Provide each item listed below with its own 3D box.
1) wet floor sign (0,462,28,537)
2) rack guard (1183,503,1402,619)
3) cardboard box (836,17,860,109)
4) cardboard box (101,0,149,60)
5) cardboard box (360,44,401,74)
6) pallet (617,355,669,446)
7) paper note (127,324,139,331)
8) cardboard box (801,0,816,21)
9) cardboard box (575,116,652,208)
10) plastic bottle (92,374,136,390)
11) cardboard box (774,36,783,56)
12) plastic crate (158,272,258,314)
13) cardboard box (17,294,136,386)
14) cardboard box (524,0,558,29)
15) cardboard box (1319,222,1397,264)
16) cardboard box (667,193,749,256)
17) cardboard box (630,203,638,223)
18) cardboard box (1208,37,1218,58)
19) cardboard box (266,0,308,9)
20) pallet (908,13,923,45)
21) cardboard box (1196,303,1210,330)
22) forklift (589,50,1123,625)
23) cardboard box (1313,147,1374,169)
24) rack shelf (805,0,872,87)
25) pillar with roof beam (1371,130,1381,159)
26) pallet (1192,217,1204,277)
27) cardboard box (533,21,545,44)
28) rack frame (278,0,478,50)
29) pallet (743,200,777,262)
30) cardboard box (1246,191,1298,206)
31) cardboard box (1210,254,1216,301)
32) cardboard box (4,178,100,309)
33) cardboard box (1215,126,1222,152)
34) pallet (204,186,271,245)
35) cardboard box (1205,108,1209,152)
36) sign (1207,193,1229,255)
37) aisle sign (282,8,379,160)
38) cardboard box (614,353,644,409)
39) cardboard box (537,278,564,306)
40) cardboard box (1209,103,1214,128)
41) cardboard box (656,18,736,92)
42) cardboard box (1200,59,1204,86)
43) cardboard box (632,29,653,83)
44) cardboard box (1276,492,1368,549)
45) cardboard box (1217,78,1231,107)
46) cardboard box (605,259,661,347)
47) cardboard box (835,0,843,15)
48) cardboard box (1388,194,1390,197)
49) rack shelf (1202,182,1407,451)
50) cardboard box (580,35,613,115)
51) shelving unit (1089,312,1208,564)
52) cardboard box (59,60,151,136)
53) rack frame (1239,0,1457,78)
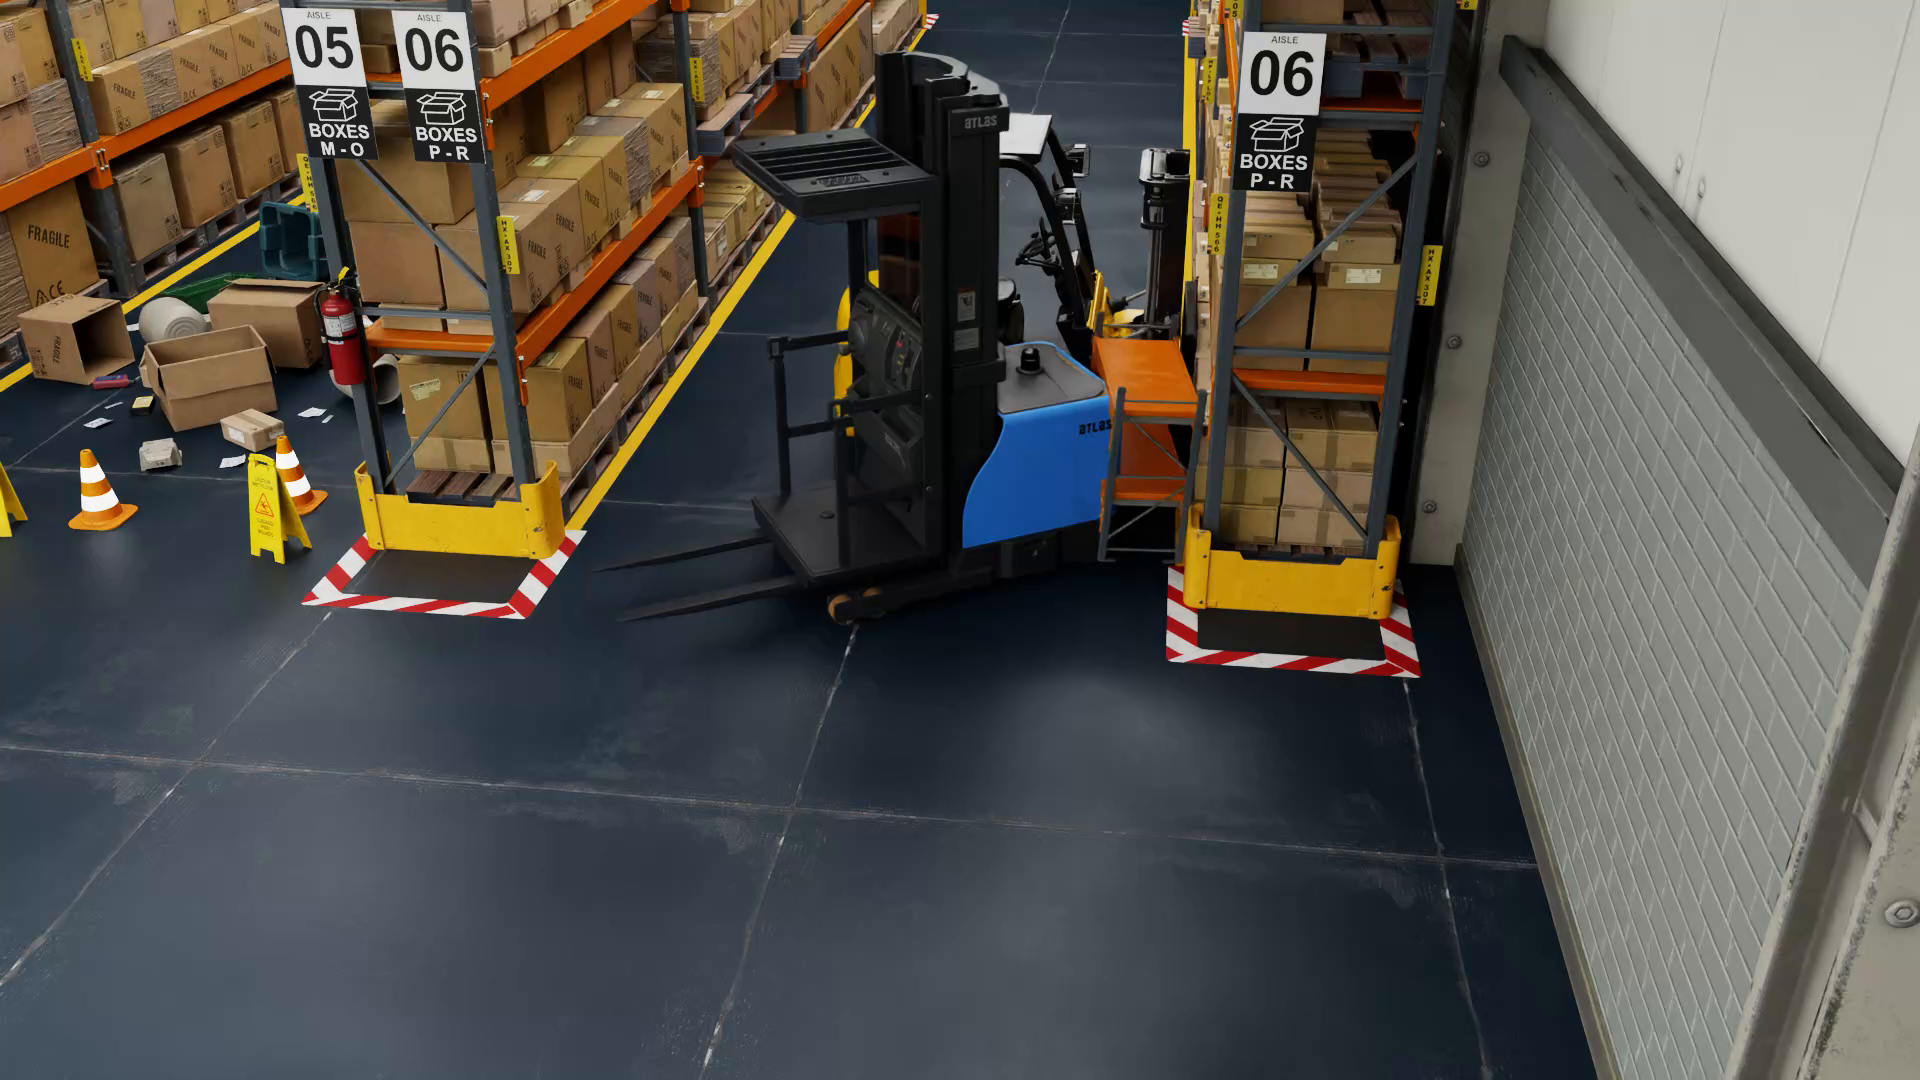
[{"bbox_3d":[-6.005,-0.355,10.229,0.267,0.644,0.232,-1,28,-3],"label":"wet floor sign"},{"bbox_3d":[1.882,0.118,9.503,1.175,0.500,0.348,3,28,6],"label":"rack guard"},{"bbox_3d":[-1.671,-5.456,19.012,0.875,0.875,0.875,4,29,8],"label":"cardboard box"},{"bbox_3d":[-7.361,-4.364,14.027,0.700,0.500,0.500,3,28,5],"label":"cardboard box"},{"bbox_3d":[-3.276,-2.674,9.154,0.380,0.149,0.250,3,29,6],"label":"cardboard box"},{"bbox_3d":[-2.746,-1.041,11.960,1.003,0.211,1.213,3,28,6],"label":"pallet"},{"bbox_3d":[-6.660,-1.727,13.423,0.147,0.020,0.142,-17,33,-29],"label":"paper note"},{"bbox_3d":[-1.754,-5.424,16.787,0.500,0.250,0.500,3,28,6],"label":"cardboard box"},{"bbox_3d":[-2.475,-2.627,11.545,0.500,0.500,0.500,4,29,8],"label":"cardboard box"},{"bbox_3d":[-6.285,-1.179,12.374,0.283,0.061,0.133,-6,29,-11],"label":"plastic bottle"},{"bbox_3d":[-1.854,-4.583,15.416,0.380,0.149,0.250,2,28,4],"label":"cardboard box"},{"bbox_3d":[-6.198,-2.033,13.764,0.450,0.188,0.662,9,28,37],"label":"plastic crate"},{"bbox_3d":[-6.648,-1.513,12.529,0.500,0.500,0.500,8,29,15],"label":"cardboard box"},{"bbox_3d":[-2.644,-3.123,9.567,0.500,0.250,0.500,3,28,5],"label":"cardboard box"},{"bbox_3d":[2.138,-1.600,8.954,0.380,0.149,0.250,3,28,5],"label":"cardboard box"},{"bbox_3d":[-2.405,-2.777,14.569,0.950,0.372,0.625,5,29,9],"label":"cardboard box"},{"bbox_3d":[-2.471,-2.286,11.596,0.380,0.149,0.250,3,28,5],"label":"cardboard box"},{"bbox_3d":[2.279,-4.112,13.931,0.380,0.149,0.250,3,28,5],"label":"cardboard box"},{"bbox_3d":[-6.775,-5.102,16.453,0.500,0.500,0.500,3,28,6],"label":"cardboard box"},{"bbox_3d":[-1.102,-7.203,23.398,1.003,0.211,1.213,3,28,6],"label":"pallet"},{"bbox_3d":[1.810,-1.360,11.014,0.500,0.250,0.500,3,28,5],"label":"cardboard box"},{"bbox_3d":[-0.603,-1.098,9.197,3.031,2.935,1.130,-12,31,-21],"label":"forklift"},{"bbox_3d":[2.356,-2.326,10.302,0.380,0.149,0.250,3,29,6],"label":"cardboard box"},{"bbox_3d":[-1.816,-5.671,18.372,1.077,0.370,4.000,3,28,6],"label":"rack shelf"},{"bbox_3d":[-0.672,-6.984,13.727,9.100,9.000,0.400,3,28,6],"label":"pillar with roof beam"},{"bbox_3d":[2.574,-2.574,14.805,1.003,0.211,1.213,3,28,6],"label":"pallet"},{"bbox_3d":[-2.663,-2.997,9.752,0.380,0.149,0.250,3,28,6],"label":"cardboard box"},{"bbox_3d":[-3.042,-3.921,8.041,1.000,3.000,0.127,3,28,6],"label":"rack frame"},{"bbox_3d":[-2.311,-2.878,15.369,1.003,0.211,1.213,3,28,6],"label":"pallet"},{"bbox_3d":[1.724,-1.878,9.469,0.380,0.149,0.250,4,29,7],"label":"cardboard box"},{"bbox_3d":[1.820,-1.769,10.266,0.500,0.500,0.500,3,28,5],"label":"cardboard box"},{"bbox_3d":[-7.623,-2.361,13.267,0.875,0.875,0.875,4,29,7],"label":"cardboard box"},{"bbox_3d":[1.937,-2.713,11.334,0.380,0.149,0.250,4,29,7],"label":"cardboard box"},{"bbox_3d":[-7.310,-3.119,15.817,1.003,0.211,1.213,3,28,6],"label":"pallet"},{"bbox_3d":[2.233,-3.300,13.370,0.500,0.250,0.500,3,28,6],"label":"cardboard box"},{"bbox_3d":[1.348,-1.646,8.671,0.100,0.325,0.005,3,28,6],"label":"sign"},{"bbox_3d":[-3.337,-2.412,8.824,0.394,0.787,0.004,3,28,6],"label":"aisle sign"},{"bbox_3d":[-2.544,-1.116,11.614,0.500,0.250,0.500,5,29,10],"label":"cardboard box"},{"bbox_3d":[-2.665,-1.557,10.243,0.380,0.149,0.250,2,28,5],"label":"cardboard box"},{"bbox_3d":[2.182,-3.276,12.800,0.500,0.250,0.500,3,28,5],"label":"cardboard box"},{"bbox_3d":[-2.149,-3.963,13.581,0.500,0.500,0.500,3,29,6],"label":"cardboard box"},{"bbox_3d":[3.017,-5.261,19.045,0.500,0.500,0.500,3,28,6],"label":"cardboard box"},{"bbox_3d":[-2.723,-3.754,13.193,0.500,0.500,0.500,3,28,5],"label":"cardboard box"},{"bbox_3d":[2.139,-0.188,9.892,0.500,0.250,0.500,3,29,6],"label":"cardboard box"},{"bbox_3d":[2.042,-3.204,11.932,0.380,0.149,0.250,4,29,7],"label":"cardboard box"},{"bbox_3d":[-2.480,-1.694,11.897,0.500,0.500,0.500,5,29,9],"label":"cardboard box"},{"bbox_3d":[-1.579,-5.917,18.229,0.500,0.250,0.500,3,28,6],"label":"cardboard box"},{"bbox_3d":[2.412,-2.069,10.138,0.380,0.149,0.250,4,29,8],"label":"cardboard box"},{"bbox_3d":[2.130,-1.618,10.850,1.077,0.370,4.000,3,28,6],"label":"rack shelf"},{"bbox_3d":[-2.905,-3.345,11.822,0.700,0.500,0.500,4,29,6],"label":"cardboard box"},{"bbox_3d":[1.068,-0.621,9.925,0.538,1.125,1.048,2,31,-4],"label":"shelving unit"},{"bbox_3d":[-7.145,-3.679,13.811,0.500,0.500,0.500,4,29,7],"label":"cardboard box"},{"bbox_3d":[1.885,-3.635,7.509,1.000,3.000,0.127,3,28,6],"label":"rack frame"}]
